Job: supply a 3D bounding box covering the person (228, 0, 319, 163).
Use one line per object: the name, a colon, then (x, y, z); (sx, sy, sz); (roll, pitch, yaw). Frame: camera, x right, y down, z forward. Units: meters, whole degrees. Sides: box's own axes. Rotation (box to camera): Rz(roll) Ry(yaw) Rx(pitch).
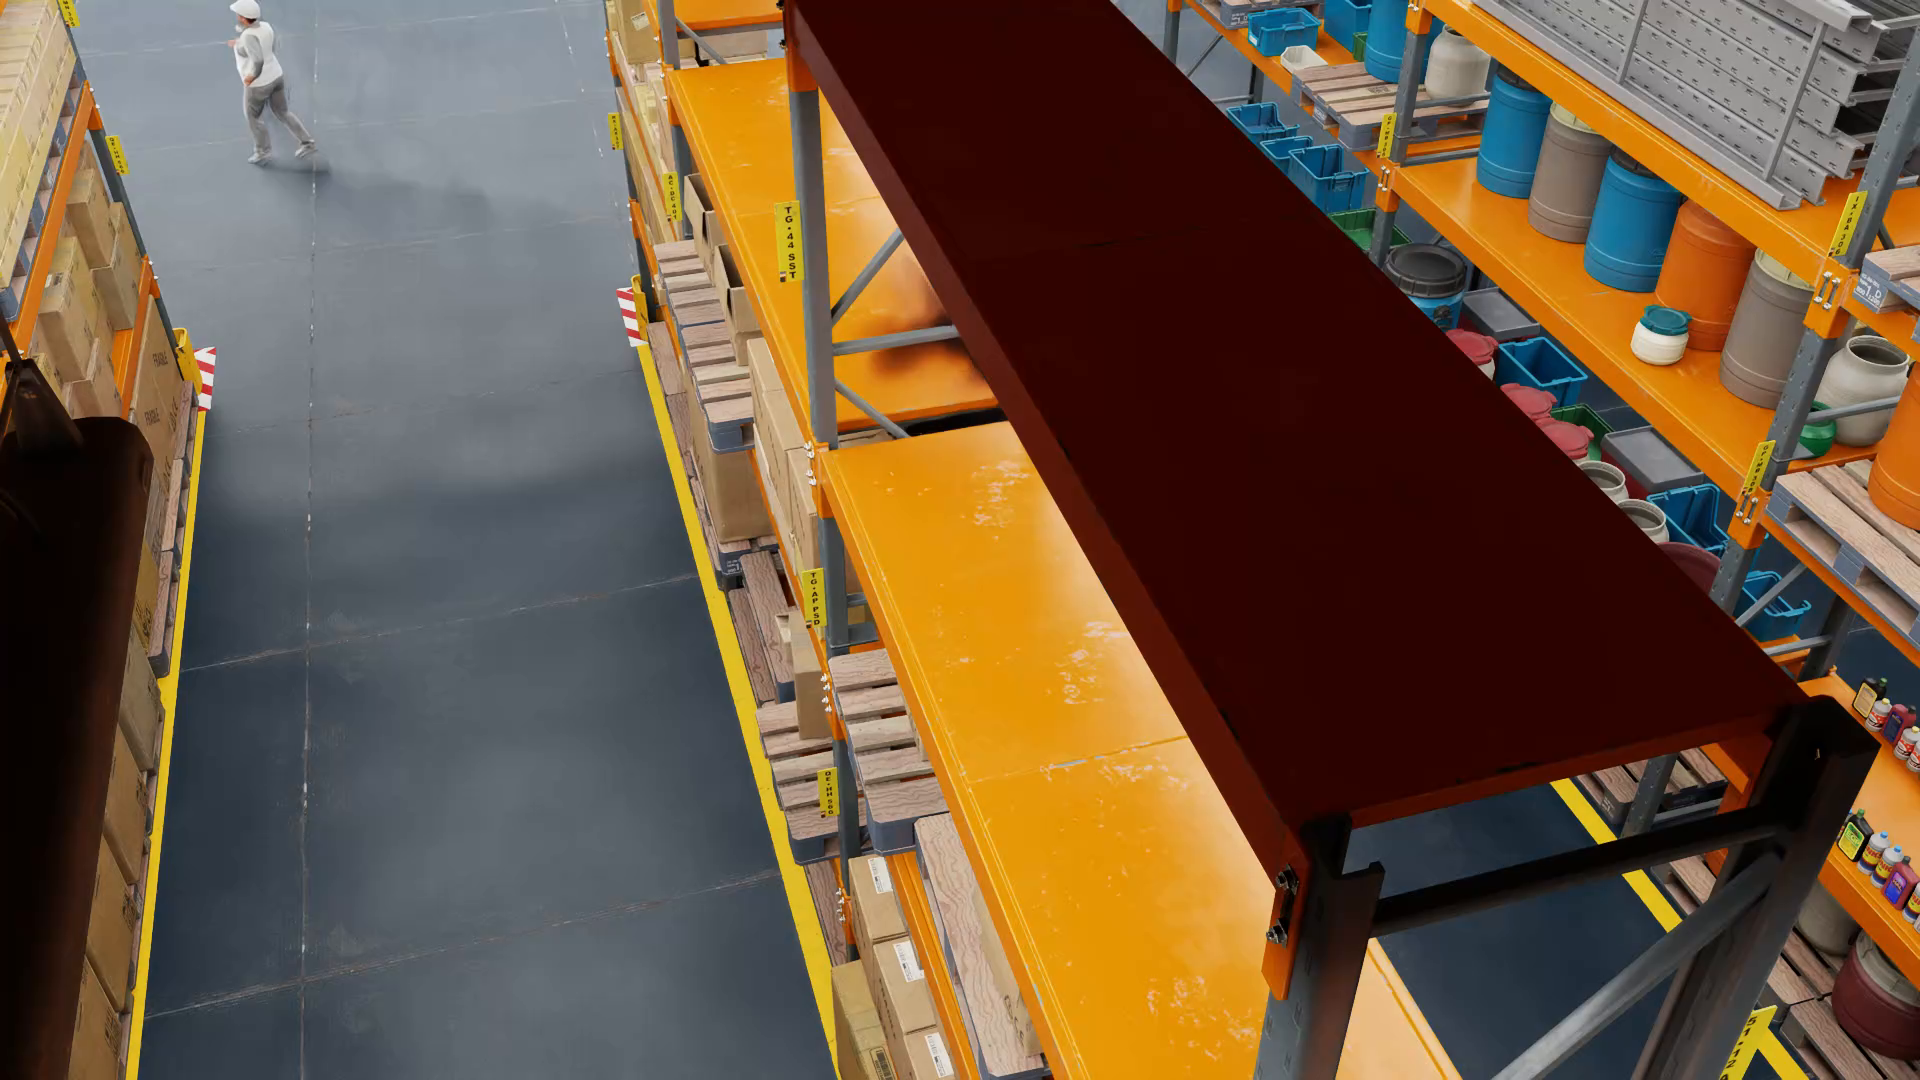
person: (-7.289, -4.789, 17.417); (0.808, 1.809, 0.646); (11, 40, 14)
